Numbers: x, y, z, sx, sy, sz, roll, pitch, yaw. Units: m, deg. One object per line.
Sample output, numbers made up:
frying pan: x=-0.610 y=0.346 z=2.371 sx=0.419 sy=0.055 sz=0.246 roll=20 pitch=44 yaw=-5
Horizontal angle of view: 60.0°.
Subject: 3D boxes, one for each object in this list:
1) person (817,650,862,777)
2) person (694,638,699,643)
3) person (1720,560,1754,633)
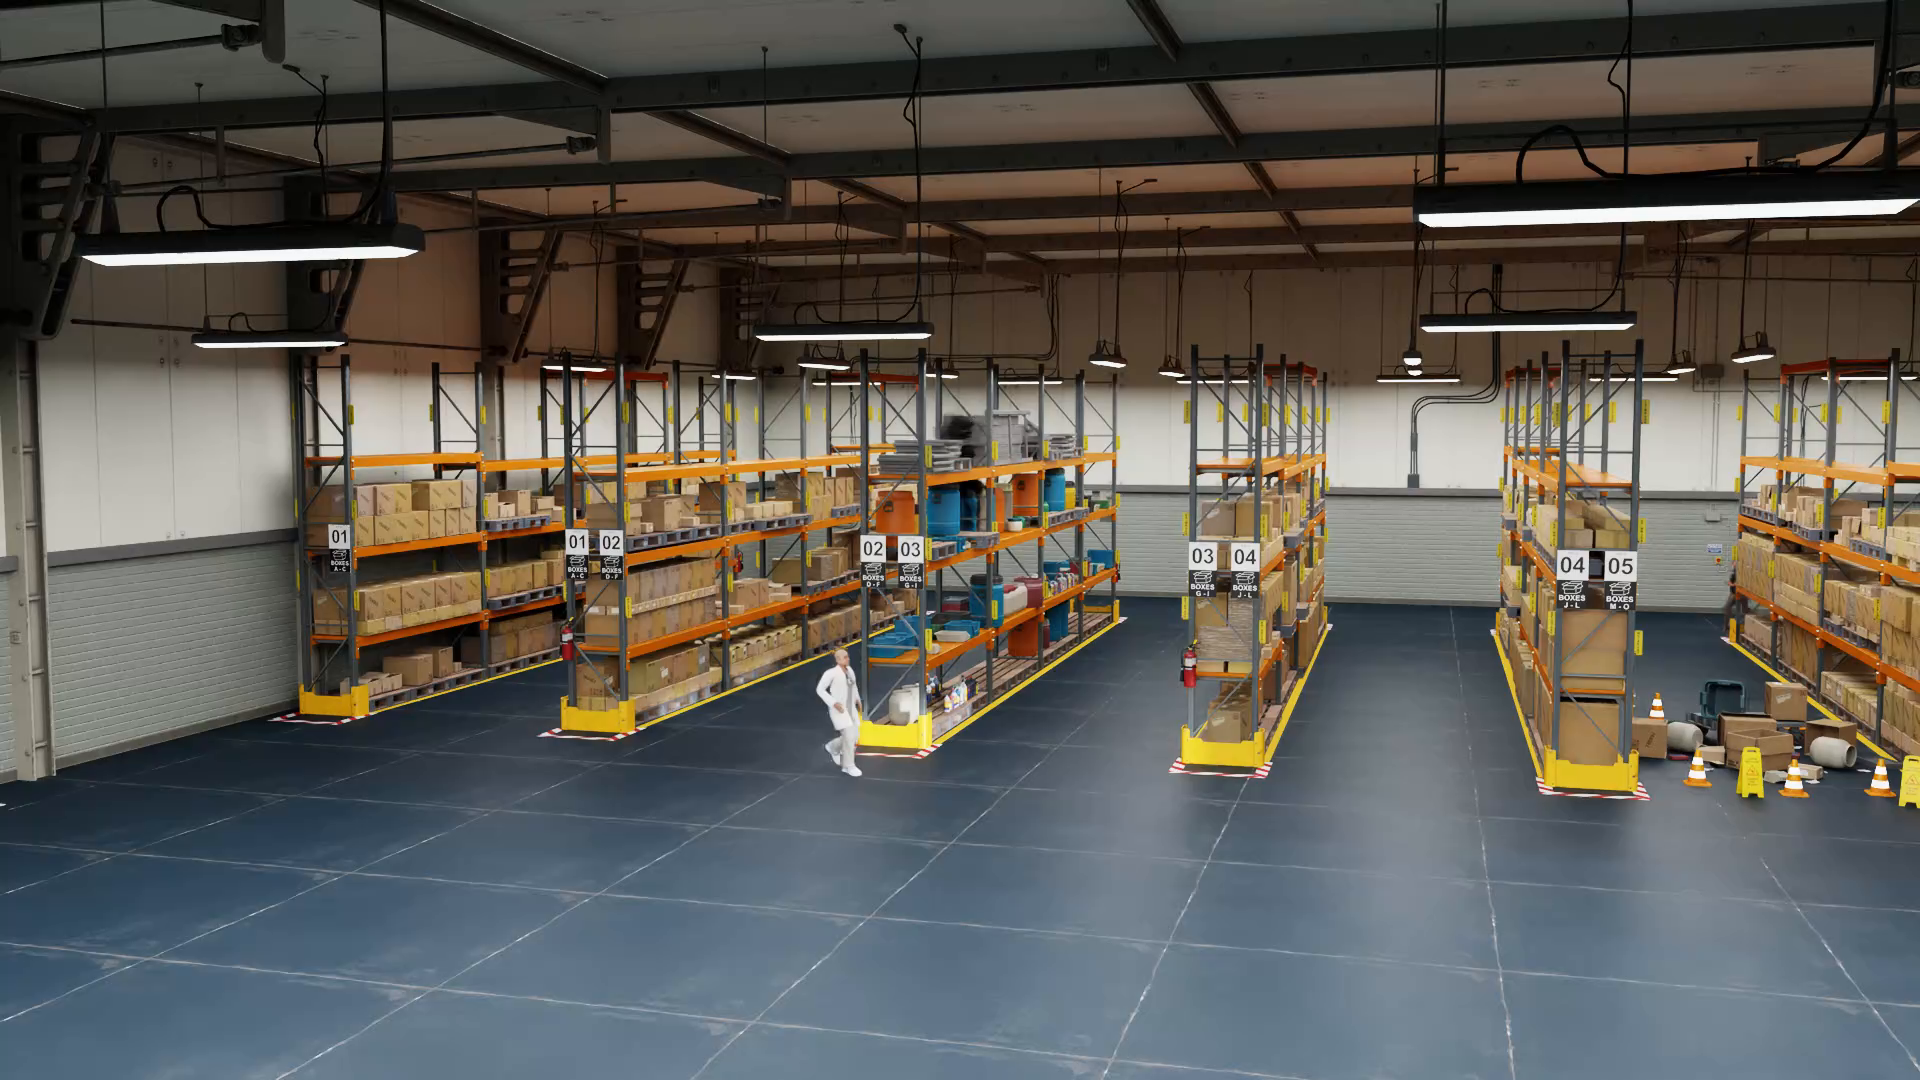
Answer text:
person: x=-1.698 y=2.398 z=23.210 sx=0.749 sy=1.754 sz=0.751 roll=4 pitch=6 yaw=41
person: x=-5.831 y=1.451 z=35.804 sx=0.673 sy=1.735 sz=0.662 roll=2 pitch=5 yaw=21
person: x=17.932 y=1.273 z=38.194 sx=0.843 sy=1.760 sz=0.653 roll=0 pitch=4 yaw=2
